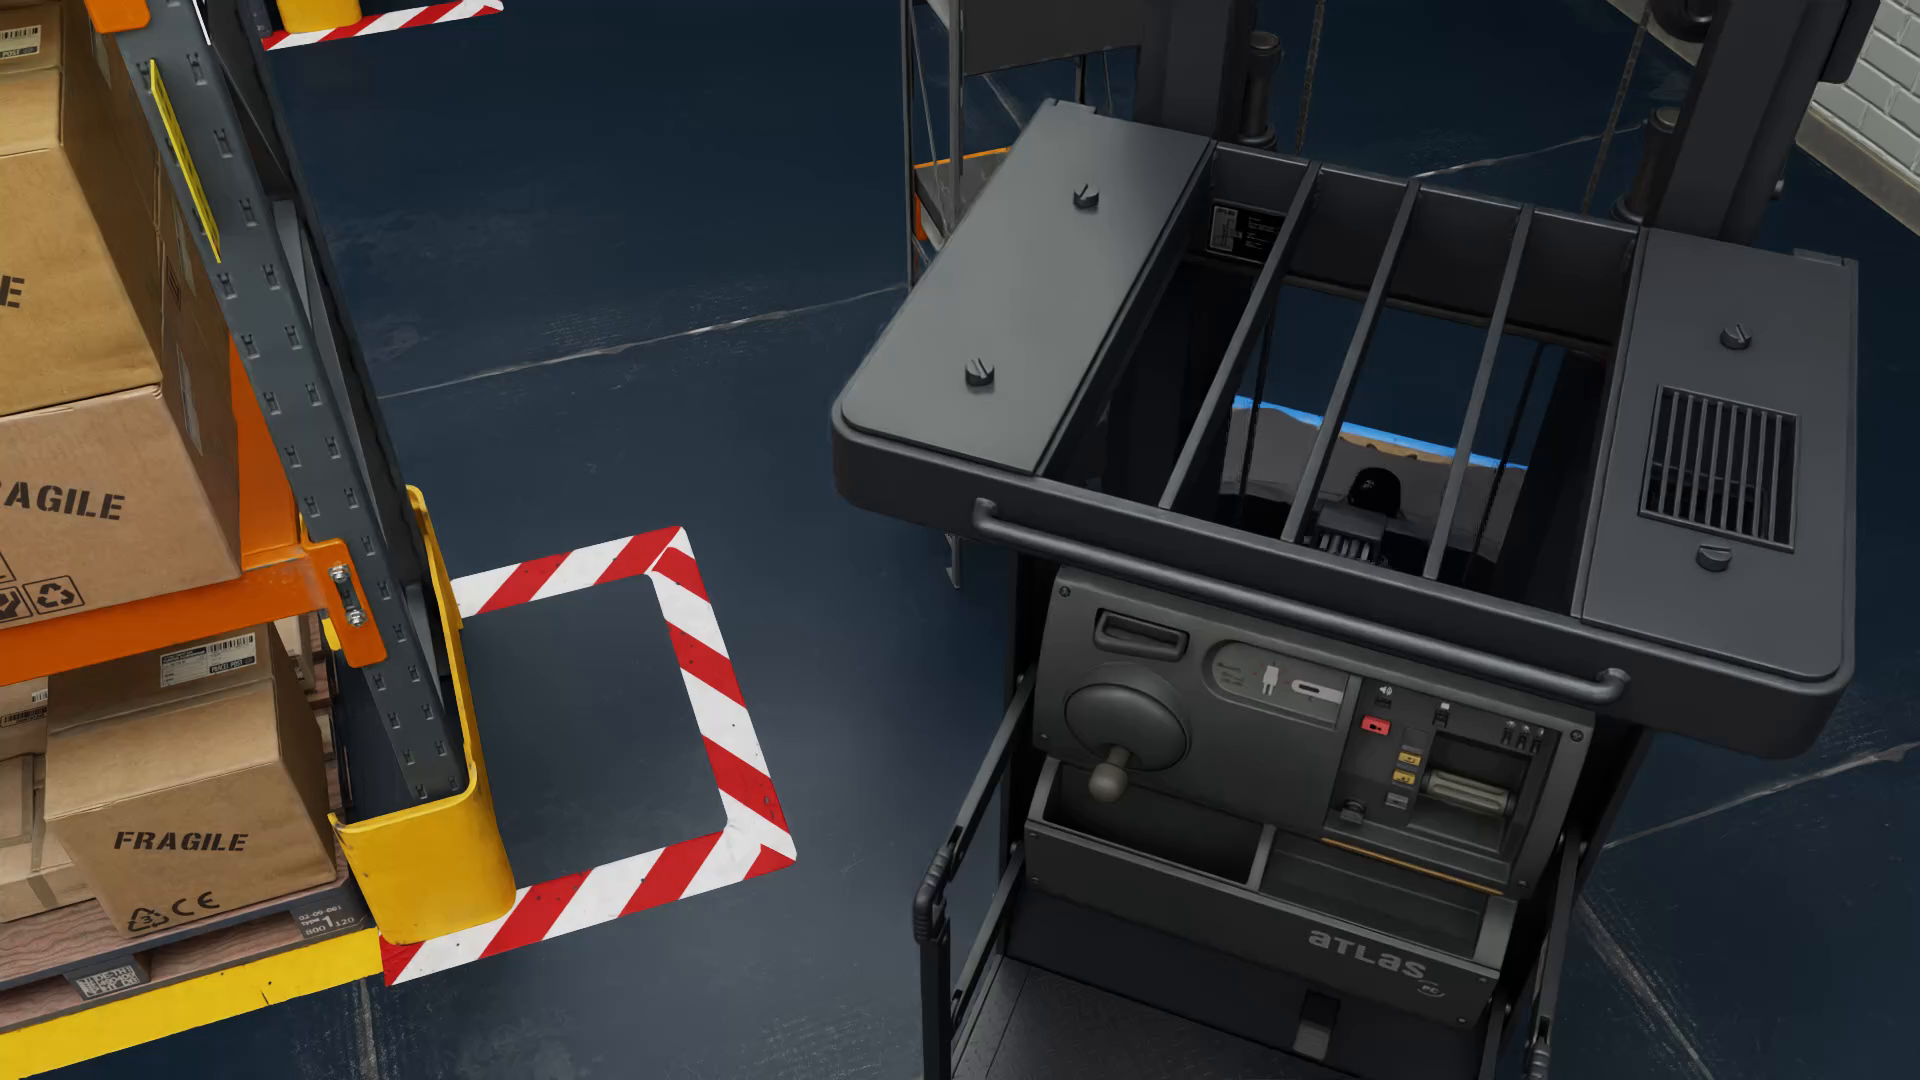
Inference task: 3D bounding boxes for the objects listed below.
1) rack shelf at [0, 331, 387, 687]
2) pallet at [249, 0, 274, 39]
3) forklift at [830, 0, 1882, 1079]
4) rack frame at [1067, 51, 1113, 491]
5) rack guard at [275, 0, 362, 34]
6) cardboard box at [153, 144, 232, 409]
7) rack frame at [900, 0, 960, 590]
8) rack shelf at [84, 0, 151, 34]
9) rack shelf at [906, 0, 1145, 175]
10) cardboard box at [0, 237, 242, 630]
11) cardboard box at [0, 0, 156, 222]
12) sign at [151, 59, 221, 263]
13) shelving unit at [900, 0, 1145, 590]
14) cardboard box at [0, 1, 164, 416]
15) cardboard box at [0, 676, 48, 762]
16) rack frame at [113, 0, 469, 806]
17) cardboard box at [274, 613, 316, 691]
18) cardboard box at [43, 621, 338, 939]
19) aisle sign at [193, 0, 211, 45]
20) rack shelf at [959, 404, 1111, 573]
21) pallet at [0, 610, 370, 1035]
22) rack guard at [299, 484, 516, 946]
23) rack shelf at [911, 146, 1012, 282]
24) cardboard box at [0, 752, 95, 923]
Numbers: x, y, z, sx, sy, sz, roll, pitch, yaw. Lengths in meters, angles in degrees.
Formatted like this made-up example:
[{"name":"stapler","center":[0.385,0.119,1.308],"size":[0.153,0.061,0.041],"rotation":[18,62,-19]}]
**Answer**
[{"name":"rack shelf","center":[-3.305,0.271,3.370],"size":[4.000,0.370,1.077],"rotation":[-14,47,-14]},{"name":"pallet","center":[-3.835,-2.534,7.627],"size":[1.213,0.211,1.003],"rotation":[-14,47,-14]},{"name":"forklift","center":[0.512,0.436,2.746],"size":[1.130,2.935,3.031],"rotation":[16,47,15]},{"name":"rack frame","center":[0.385,-0.840,4.604],"size":[0.015,2.100,0.400],"rotation":[-14,47,-14]},{"name":"rack guard","center":[-3.087,-2.886,7.774],"size":[0.348,0.500,1.175],"rotation":[-14,47,-14]},{"name":"cardboard box","center":[-1.931,-0.568,3.628],"size":[0.500,0.500,0.500],"rotation":[-13,47,-13]},{"name":"rack frame","center":[-0.074,-0.722,4.487],"size":[0.015,2.100,0.400],"rotation":[-14,47,-14]},{"name":"rack shelf","center":[-3.305,-0.788,2.307],"size":[4.000,0.370,1.077],"rotation":[-14,47,-14]},{"name":"rack shelf","center":[0.156,-1.266,4.060],"size":[0.480,0.518,0.431],"rotation":[-14,47,-14]},{"name":"cardboard box","center":[-1.753,-0.210,3.271],"size":[0.500,0.500,0.500],"rotation":[-13,47,-13]},{"name":"cardboard box","center":[-1.931,-0.921,3.273],"size":[0.500,0.500,0.500],"rotation":[-13,47,-13]},{"name":"sign","center":[-1.255,-0.609,2.699],"size":[0.005,0.325,0.100],"rotation":[-14,47,-14]},{"name":"shelving unit","center":[0.156,-0.781,4.546],"size":[0.503,2.100,0.431],"rotation":[-14,47,-14]},{"name":"cardboard box","center":[-1.749,-0.562,2.916],"size":[0.500,0.500,0.500],"rotation":[-15,47,-14]},{"name":"cardboard box","center":[-2.502,0.414,4.351],"size":[0.500,0.250,0.500],"rotation":[-14,47,-14]},{"name":"rack frame","center":[-1.424,-0.464,3.594],"size":[0.127,3.000,1.000],"rotation":[-14,47,-14]},{"name":"cardboard box","center":[-1.935,0.259,4.576],"size":[0.250,0.149,0.380],"rotation":[-14,47,-14]},{"name":"cardboard box","center":[-1.852,0.558,4.030],"size":[0.500,0.500,0.500],"rotation":[-14,47,-14]},{"name":"aisle sign","center":[-1.256,-1.194,2.487],"size":[0.004,0.787,0.394],"rotation":[-14,47,-14]},{"name":"rack shelf","center":[0.156,-0.277,5.051],"size":[0.480,0.518,0.431],"rotation":[-14,47,-14]},{"name":"pallet","center":[-2.245,0.731,4.372],"size":[1.213,0.211,1.003],"rotation":[-14,47,-14]},{"name":"rack guard","center":[-1.496,0.437,4.461],"size":[0.348,0.500,1.175],"rotation":[-14,47,-14]},{"name":"rack shelf","center":[0.156,-0.771,4.556],"size":[0.480,0.518,0.431],"rotation":[-14,47,-14]},{"name":"cardboard box","center":[-2.263,0.714,4.111],"size":[0.250,0.166,0.380],"rotation":[-14,47,-14]}]
